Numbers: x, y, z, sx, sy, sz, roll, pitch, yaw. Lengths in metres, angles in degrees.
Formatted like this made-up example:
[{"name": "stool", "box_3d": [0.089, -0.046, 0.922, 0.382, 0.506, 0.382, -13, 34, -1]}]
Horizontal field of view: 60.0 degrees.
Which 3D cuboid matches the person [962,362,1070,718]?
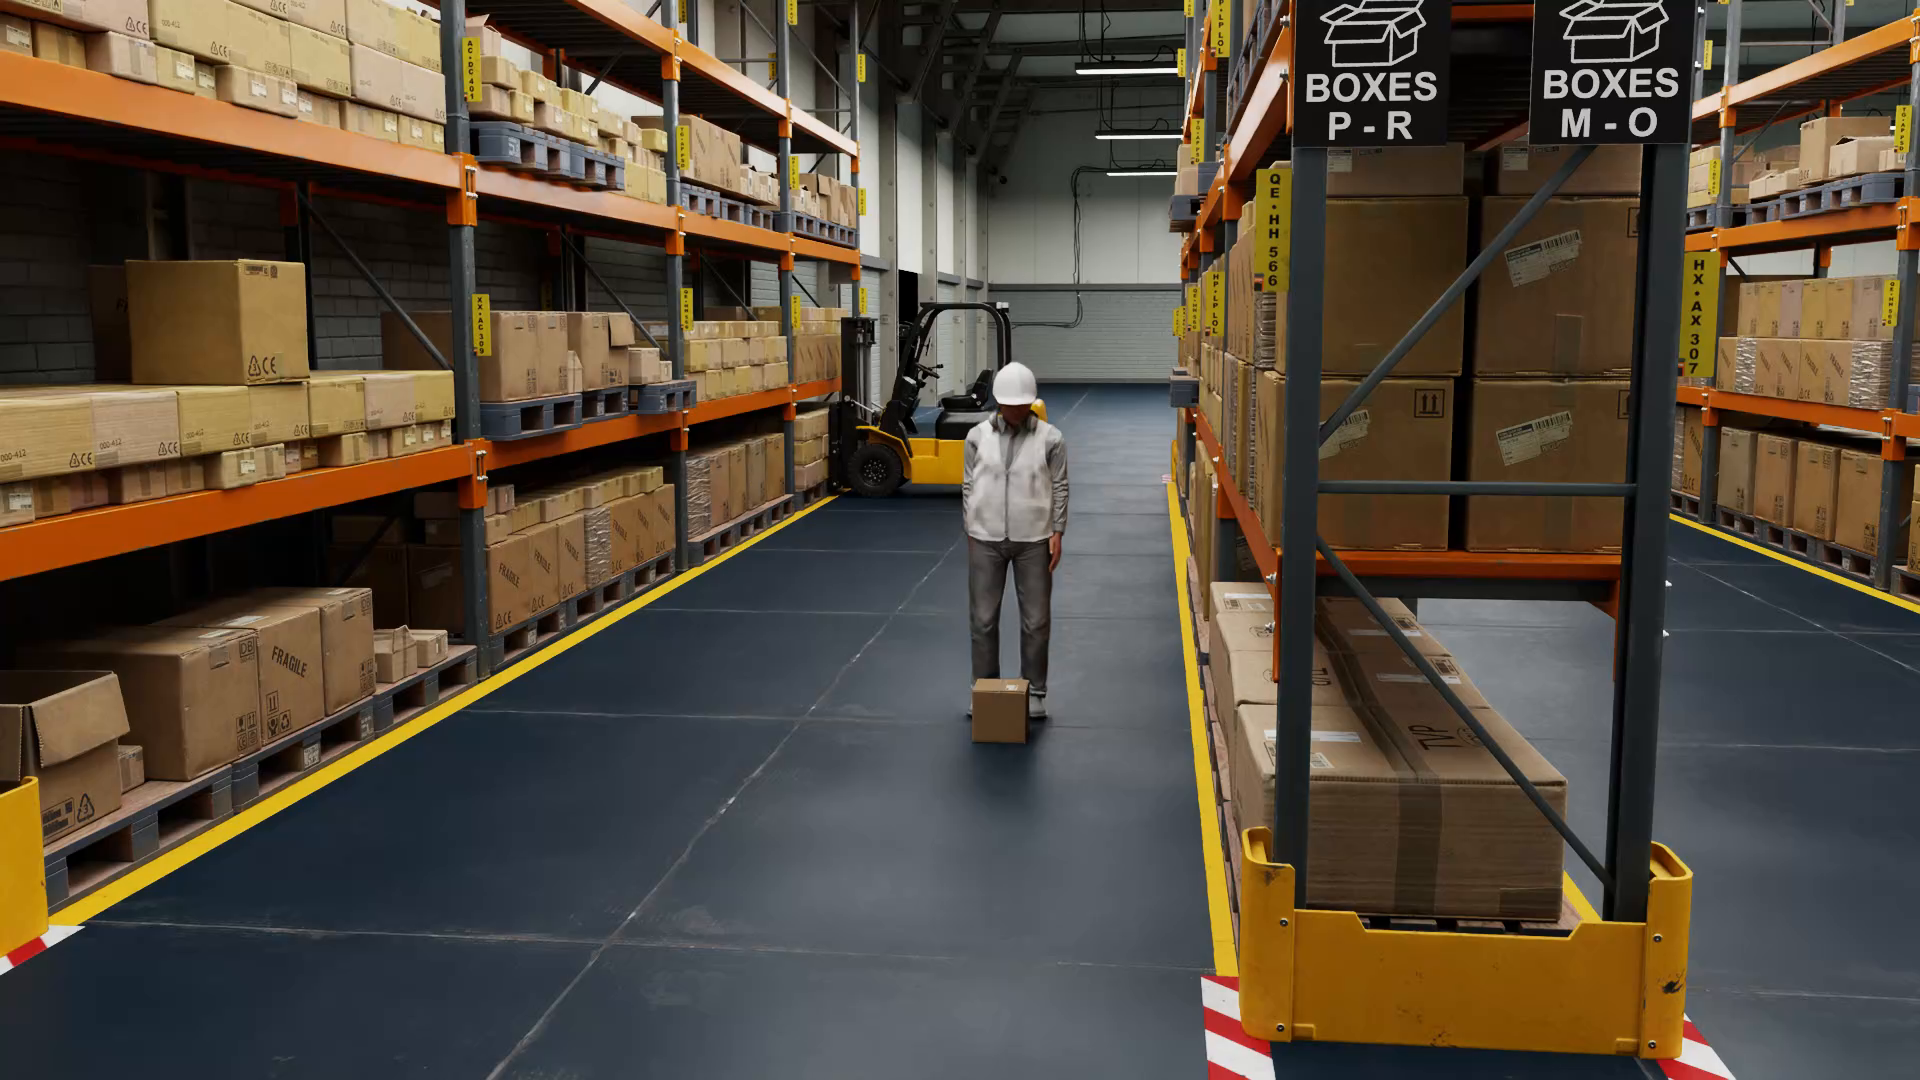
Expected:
[{"name": "person", "box_3d": [0.273, 0.002, 8.255, 0.538, 1.759, 0.379, 1, 8, 7]}]
